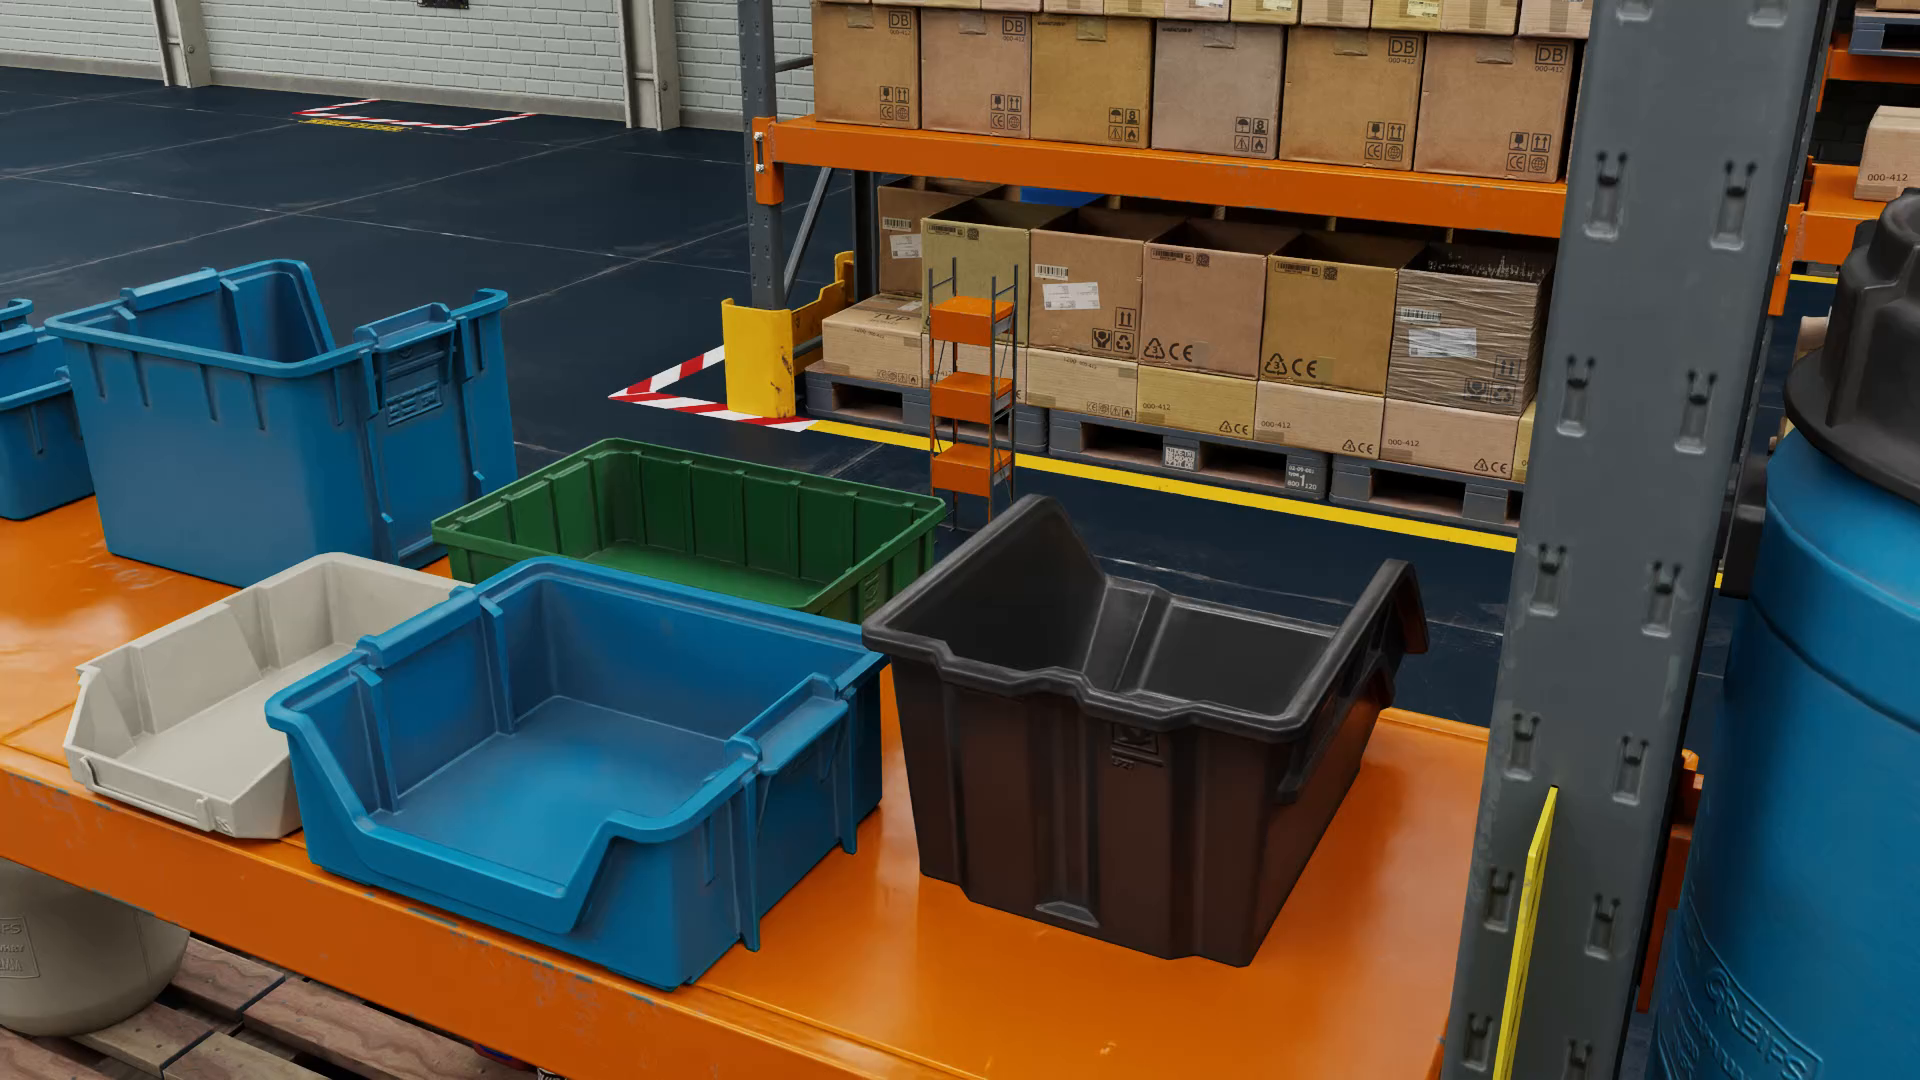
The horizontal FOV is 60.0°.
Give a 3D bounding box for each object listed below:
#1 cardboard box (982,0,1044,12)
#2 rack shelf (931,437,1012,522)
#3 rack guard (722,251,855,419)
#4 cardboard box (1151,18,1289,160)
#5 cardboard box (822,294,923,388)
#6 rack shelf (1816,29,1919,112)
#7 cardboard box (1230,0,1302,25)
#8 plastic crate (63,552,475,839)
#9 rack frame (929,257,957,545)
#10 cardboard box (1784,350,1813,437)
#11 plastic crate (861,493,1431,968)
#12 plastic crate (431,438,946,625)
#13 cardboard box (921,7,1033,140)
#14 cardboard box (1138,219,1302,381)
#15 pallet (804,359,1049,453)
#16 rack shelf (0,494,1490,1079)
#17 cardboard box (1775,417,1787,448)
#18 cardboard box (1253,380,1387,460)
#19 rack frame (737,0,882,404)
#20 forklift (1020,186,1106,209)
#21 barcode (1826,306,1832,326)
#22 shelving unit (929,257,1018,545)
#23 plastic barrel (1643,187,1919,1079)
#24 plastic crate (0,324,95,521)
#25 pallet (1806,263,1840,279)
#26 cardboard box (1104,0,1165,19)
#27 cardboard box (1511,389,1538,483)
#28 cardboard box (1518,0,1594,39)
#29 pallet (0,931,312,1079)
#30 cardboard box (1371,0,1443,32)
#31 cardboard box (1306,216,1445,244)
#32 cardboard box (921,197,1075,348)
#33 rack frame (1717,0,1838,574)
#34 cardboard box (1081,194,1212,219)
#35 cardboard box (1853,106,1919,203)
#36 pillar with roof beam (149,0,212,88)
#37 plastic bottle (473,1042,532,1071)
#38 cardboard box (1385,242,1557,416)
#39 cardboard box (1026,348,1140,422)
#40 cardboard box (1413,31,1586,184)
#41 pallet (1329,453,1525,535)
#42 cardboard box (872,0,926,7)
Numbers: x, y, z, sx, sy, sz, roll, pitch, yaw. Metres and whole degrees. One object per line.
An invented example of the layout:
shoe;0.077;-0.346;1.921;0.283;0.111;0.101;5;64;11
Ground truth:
cardboard box;0.278;-2.215;6.669;0.250;0.149;0.380;11;25;24
rack shelf;0.048;-0.208;6.135;0.240;0.259;0.215;11;25;25
rack guard;-0.680;-1.005;7.973;0.348;0.500;1.175;11;25;25
cardboard box;1.135;-1.837;6.610;0.500;0.500;0.700;12;26;26
cardboard box;-0.280;-0.906;7.525;0.500;0.250;0.500;11;25;25
rack shelf;6.928;-2.491;9.194;4.000;0.370;1.077;11;25;25
cardboard box;1.201;-2.033;6.240;0.250;0.149;0.380;12;26;26
plastic crate;-0.890;0.208;2.265;0.437;0.136;0.530;11;25;25
rack frame;-0.061;-0.495;6.073;0.008;1.050;0.200;11;25;25
cardboard box;3.168;-0.470;5.783;0.500;0.311;0.500;11;26;25
plastic crate;0.263;0.177;2.081;0.504;0.338;0.767;11;25;25
plastic crate;-0.411;0.044;2.584;0.662;0.188;0.450;11;25;25
cardboard box;0.223;-2.019;7.036;0.500;0.500;0.700;12;26;26
cardboard box;1.057;-0.986;6.753;0.500;0.500;0.500;11;25;25
pallet;0.043;-0.747;7.737;1.213;0.211;1.003;11;25;25
rack shelf;-1.112;0.263;2.718;4.000;0.370;1.077;11;25;25
cardboard box;3.160;-0.215;5.898;0.500;0.250;0.500;11;25;23
cardboard box;1.504;-0.553;6.694;0.500;0.250;0.500;11;25;25
rack frame;-0.658;-2.151;7.474;0.127;3.000;1.000;11;25;25
forklift;1.785;-2.507;8.399;3.031;2.935;1.130;5;24;12
barcode;2.951;-0.748;5.581;0.075;0.075;0.001;11;25;25
shelving unit;0.048;-0.474;6.022;0.252;1.050;0.215;11;25;25
plastic barrel;0.881;0.228;1.240;0.708;0.901;0.600;11;25;25
plastic crate;-1.738;-0.252;3.201;0.408;0.251;0.499;11;25;25
pallet;5.839;-1.755;10.107;1.213;0.211;1.003;11;25;25
cardboard box;0.745;-2.124;6.455;0.250;0.149;0.380;11;25;24
cardboard box;2.399;-0.378;6.282;0.500;0.250;0.500;11;25;25
cardboard box;2.117;-1.852;5.815;0.250;0.149;0.380;10;25;23
pallet;-2.085;1.004;3.619;1.213;0.211;1.003;11;25;25
cardboard box;1.665;-1.942;6.028;0.250;0.149;0.380;11;25;24
cardboard box;1.746;-1.085;6.987;0.500;0.500;0.500;11;25;25
cardboard box;0.167;-1.164;7.172;0.500;0.500;0.500;11;25;25
rack frame;2.911;-1.444;5.813;0.127;3.000;1.000;11;25;25
cardboard box;0.854;-1.261;7.402;0.500;0.500;0.500;11;25;25
cardboard box;3.370;-1.304;5.674;0.500;0.250;0.500;13;26;28
pillar with roof beam;-10.063;-7.436;12.237;0.400;9.000;9.100;11;25;25
plastic bottle;-0.895;0.889;3.236;0.133;0.283;0.061;11;25;25
cardboard box;1.958;-0.815;6.353;0.500;0.500;0.500;11;25;25
cardboard box;0.614;-0.731;7.112;0.500;0.250;0.500;11;25;25
cardboard box;2.039;-1.657;6.187;0.500;0.500;0.700;11;25;24
pallet;2.221;-0.316;6.724;1.213;0.211;1.003;11;25;25
cardboard box;-0.168;-2.305;6.881;0.250;0.149;0.380;10;25;23
